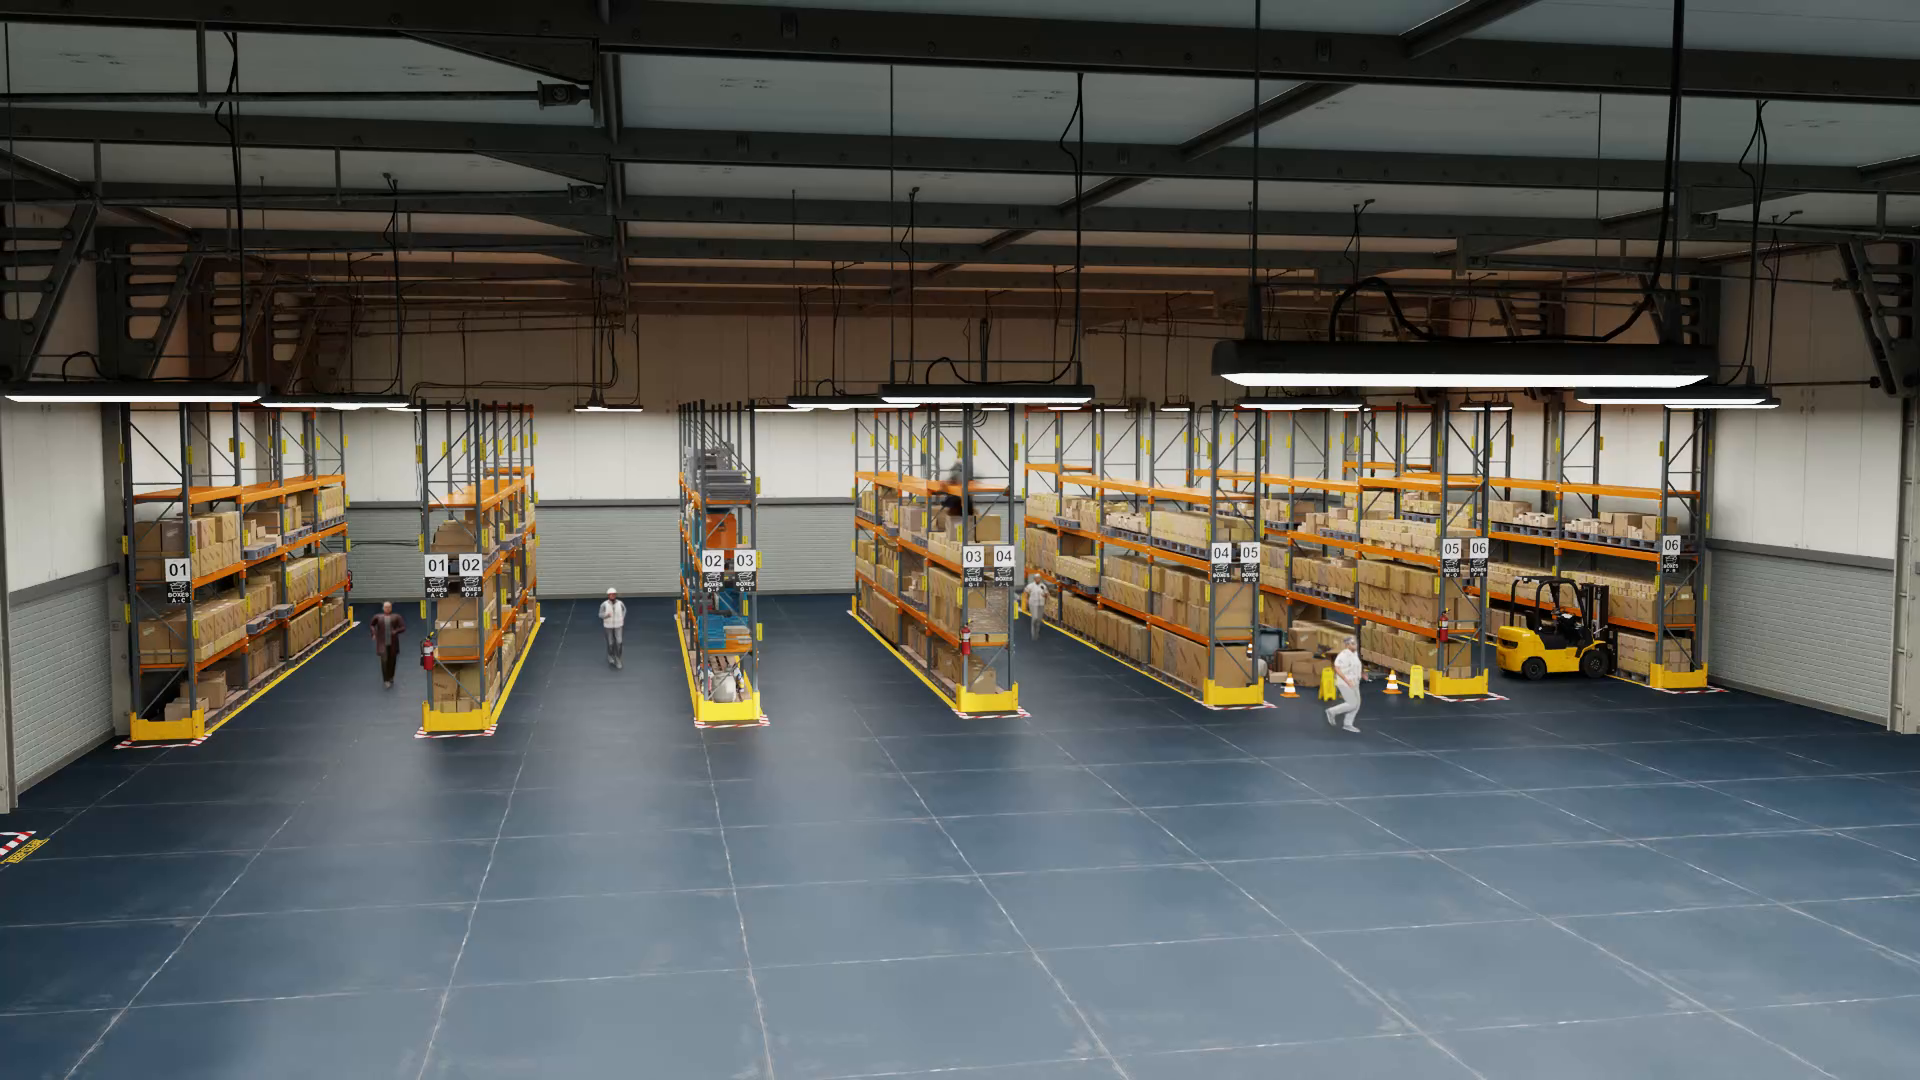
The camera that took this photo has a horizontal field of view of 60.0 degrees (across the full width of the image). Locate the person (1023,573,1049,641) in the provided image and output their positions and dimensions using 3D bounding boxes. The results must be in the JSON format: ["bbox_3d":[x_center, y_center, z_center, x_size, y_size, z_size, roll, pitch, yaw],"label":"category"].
[{"bbox_3d":[1.956,1.707,42.345,0.576,1.731,0.749,-1,5,-18],"label":"person"}]

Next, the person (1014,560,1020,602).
[{"bbox_3d":[1.488,1.177,49.587,0.728,1.655,0.601,-2,5,-24],"label":"person"}]

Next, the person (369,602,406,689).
[{"bbox_3d":[-11.996,2.177,34.886,0.715,1.768,0.962,-2,5,-23],"label":"person"}]

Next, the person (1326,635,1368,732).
[{"bbox_3d":[7.033,2.585,30.145,0.652,1.759,0.655,3,6,39],"label":"person"}]

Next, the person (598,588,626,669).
[{"bbox_3d":[-7.873,1.997,37.713,0.643,1.836,0.801,-1,4,-16],"label":"person"}]
